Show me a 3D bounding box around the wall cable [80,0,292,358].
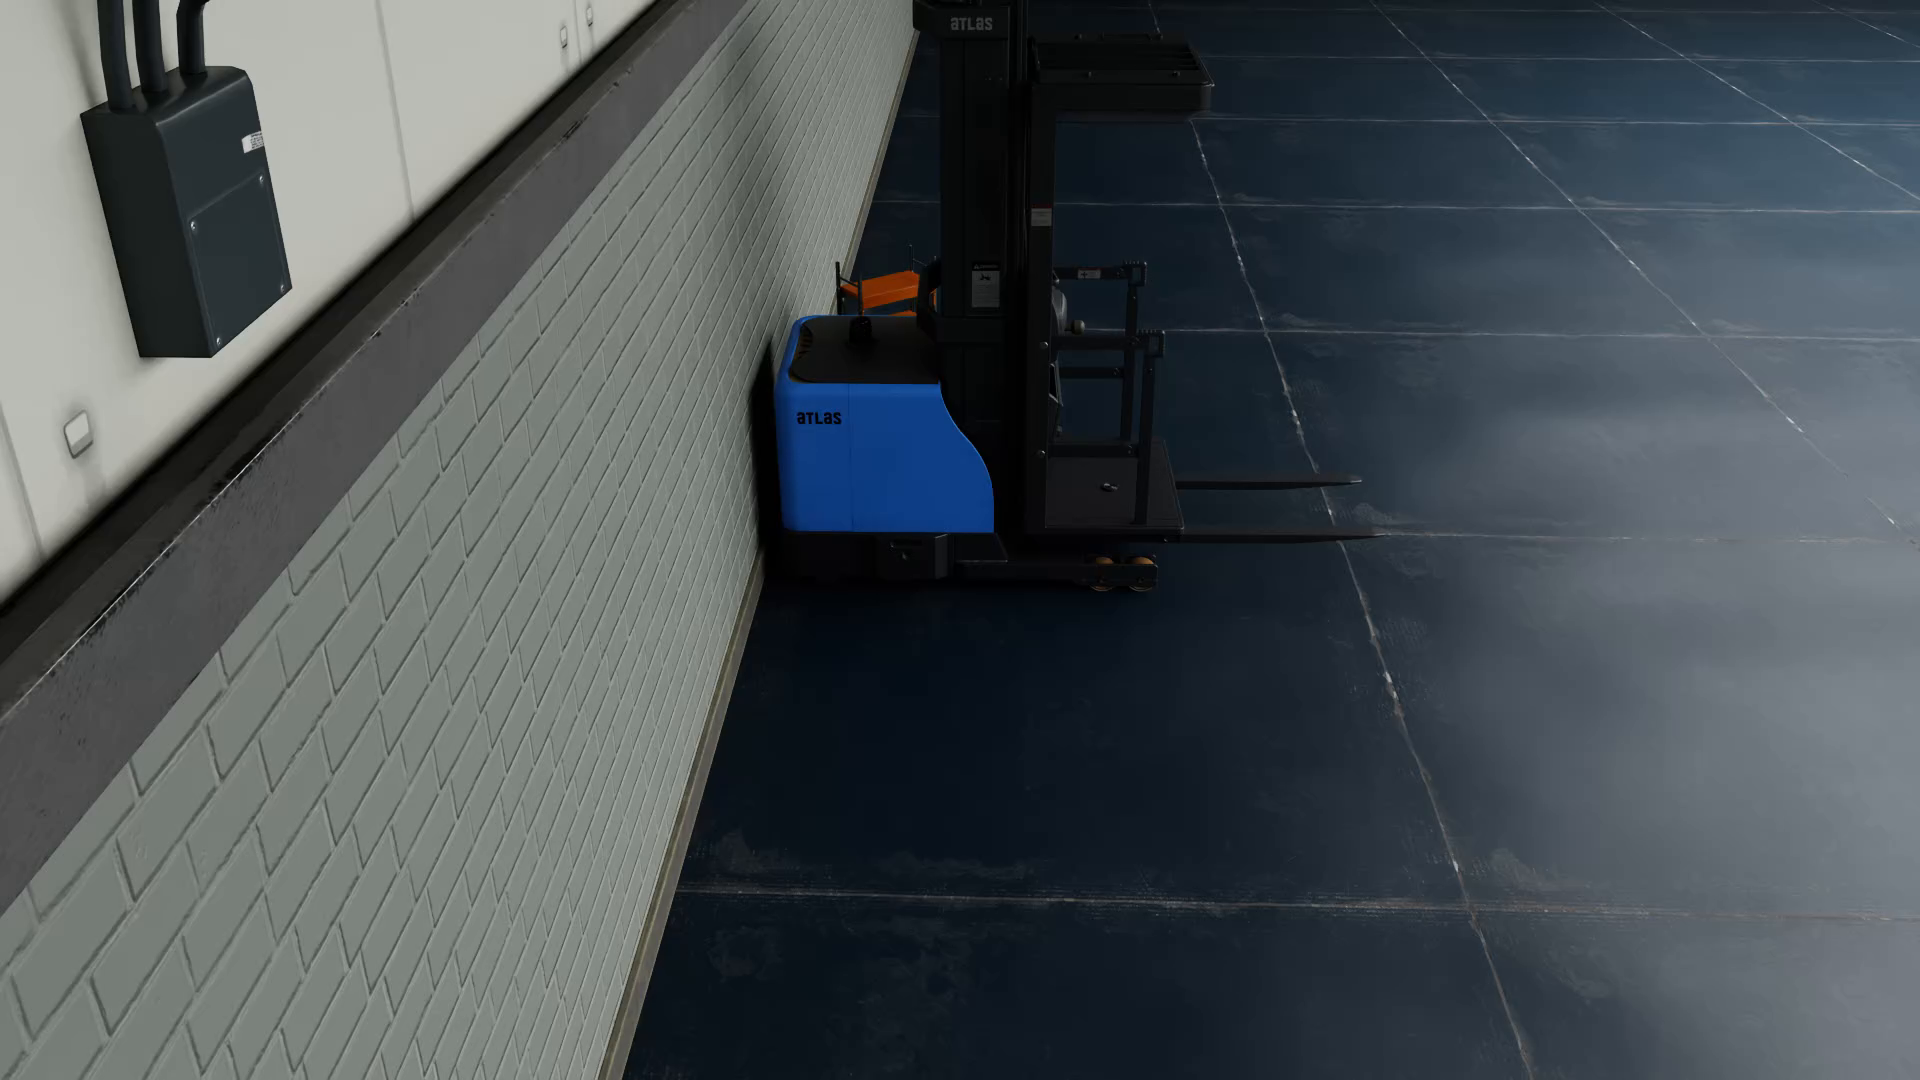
[{"bbox_3d":[-1.083,-3.456,2.030,0.169,6.003,2.305,1,28,2],"label":"wall cable"}]

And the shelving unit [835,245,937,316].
[{"bbox_3d":[-0.404,-1.007,9.368,0.503,1.200,0.258,-19,33,-31],"label":"shelving unit"}]

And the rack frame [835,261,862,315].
[{"bbox_3d":[-0.602,-0.939,9.241,0.015,1.200,0.240,-19,33,-31],"label":"rack frame"}]

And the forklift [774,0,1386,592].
[{"bbox_3d":[0.625,-1.291,8.056,3.031,2.935,1.130,0,28,1],"label":"forklift"}]

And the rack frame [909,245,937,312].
[{"bbox_3d":[-0.207,-1.074,9.495,0.015,1.200,0.240,-19,33,-31],"label":"rack frame"}]

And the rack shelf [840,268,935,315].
[{"bbox_3d":[-0.404,-1.354,9.184,0.480,0.148,0.258,-19,33,-31],"label":"rack shelf"}]

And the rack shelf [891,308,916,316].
[{"bbox_3d":[-0.404,-1.145,9.295,0.480,0.148,0.258,-19,33,-31],"label":"rack shelf"}]
